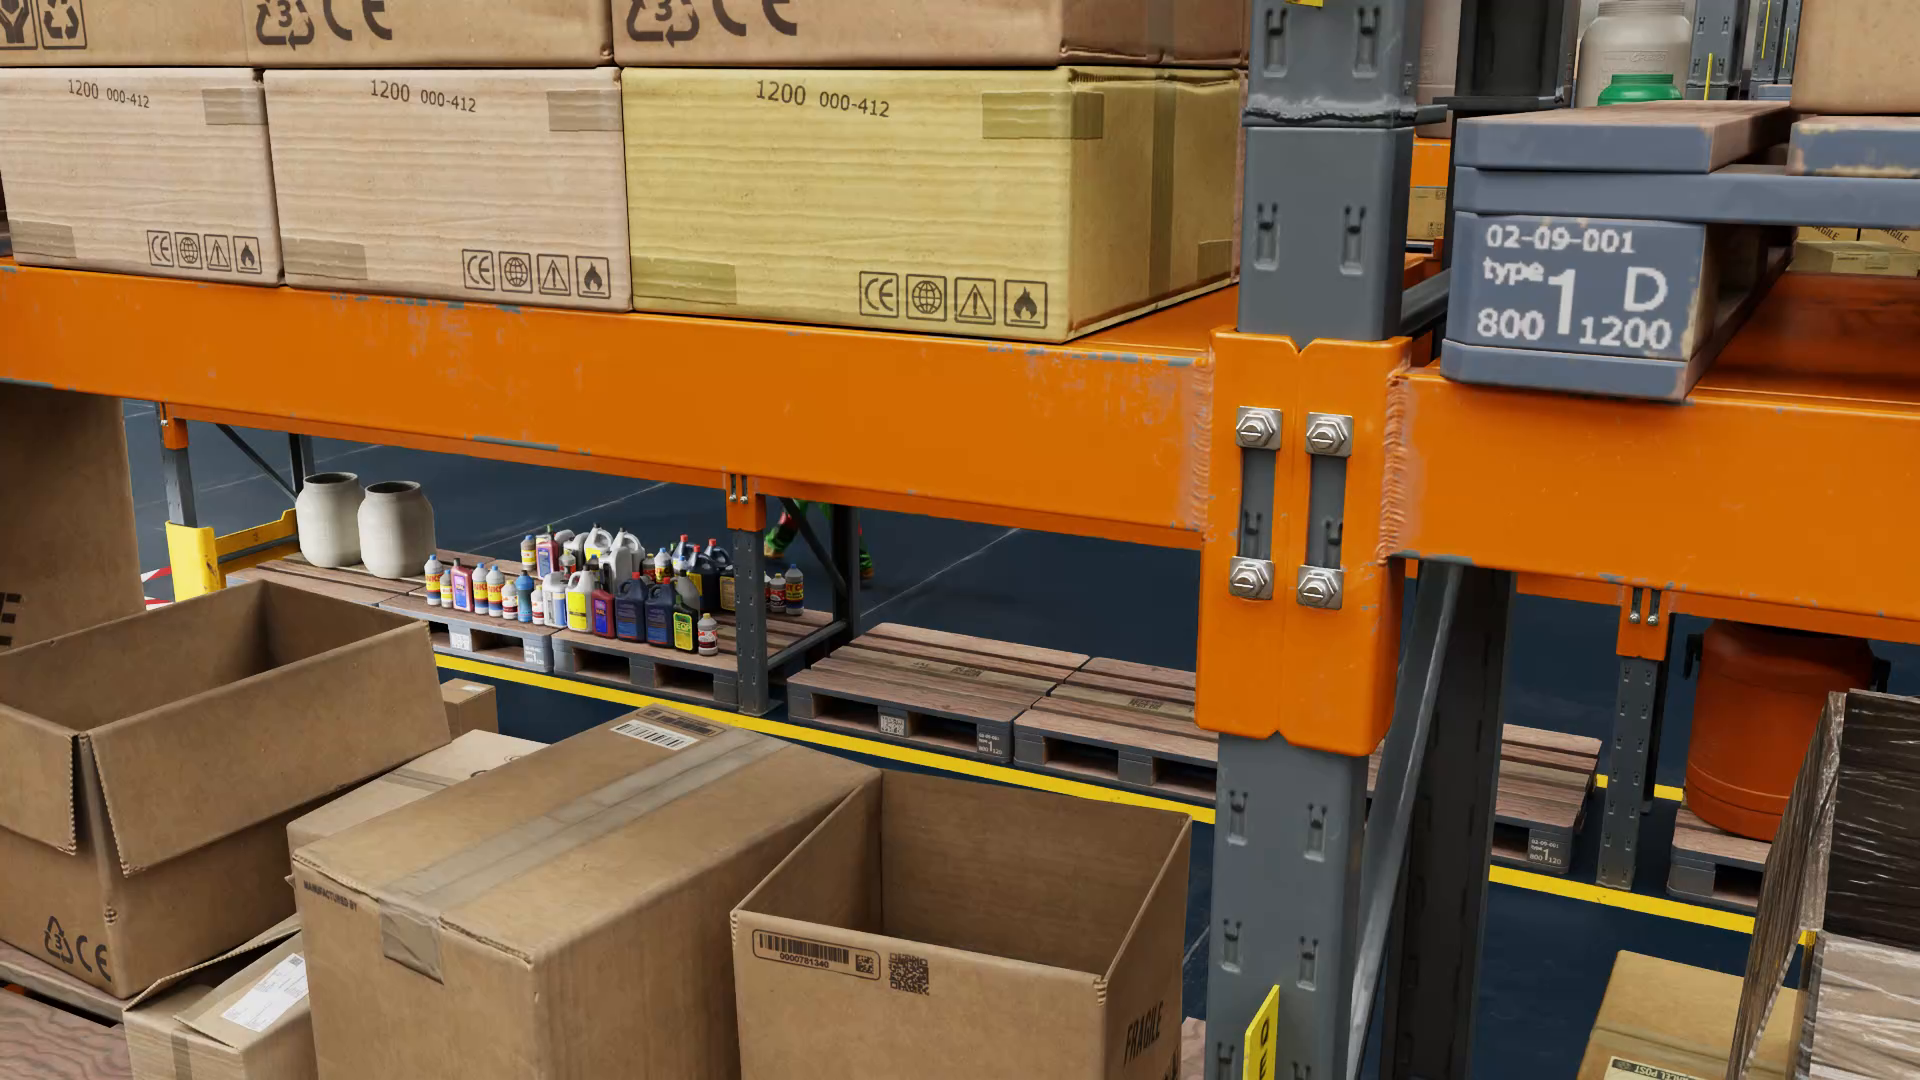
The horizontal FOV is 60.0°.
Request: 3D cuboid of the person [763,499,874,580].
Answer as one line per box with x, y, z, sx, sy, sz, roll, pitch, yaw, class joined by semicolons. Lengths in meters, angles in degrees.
-0.982;-0.651;10.251;1.050;1.721;0.590;8;18;27;person
